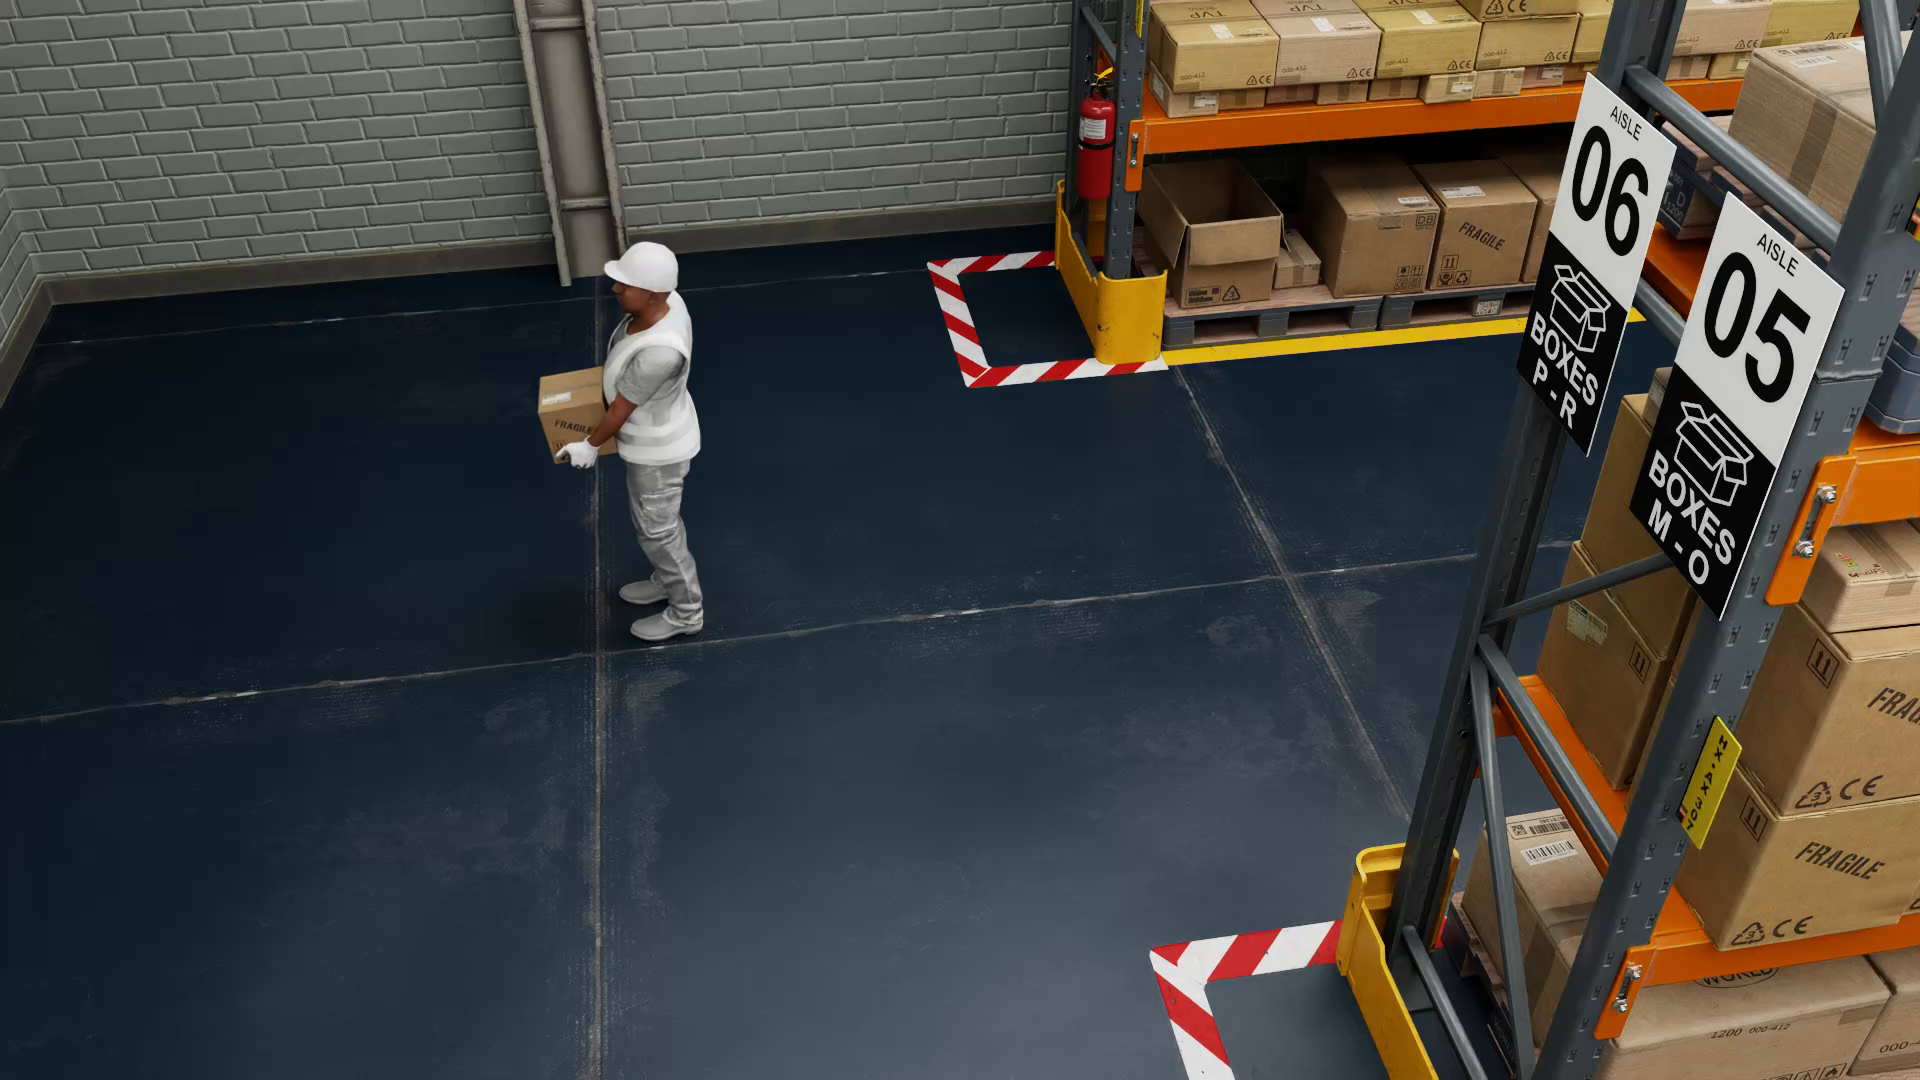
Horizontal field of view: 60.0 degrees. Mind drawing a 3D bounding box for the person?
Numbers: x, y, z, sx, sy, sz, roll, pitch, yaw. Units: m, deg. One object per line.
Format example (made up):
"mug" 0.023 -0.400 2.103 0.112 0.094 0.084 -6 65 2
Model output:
"person" -1.307 -0.374 6.615 0.574 1.778 0.487 -6 39 -7
